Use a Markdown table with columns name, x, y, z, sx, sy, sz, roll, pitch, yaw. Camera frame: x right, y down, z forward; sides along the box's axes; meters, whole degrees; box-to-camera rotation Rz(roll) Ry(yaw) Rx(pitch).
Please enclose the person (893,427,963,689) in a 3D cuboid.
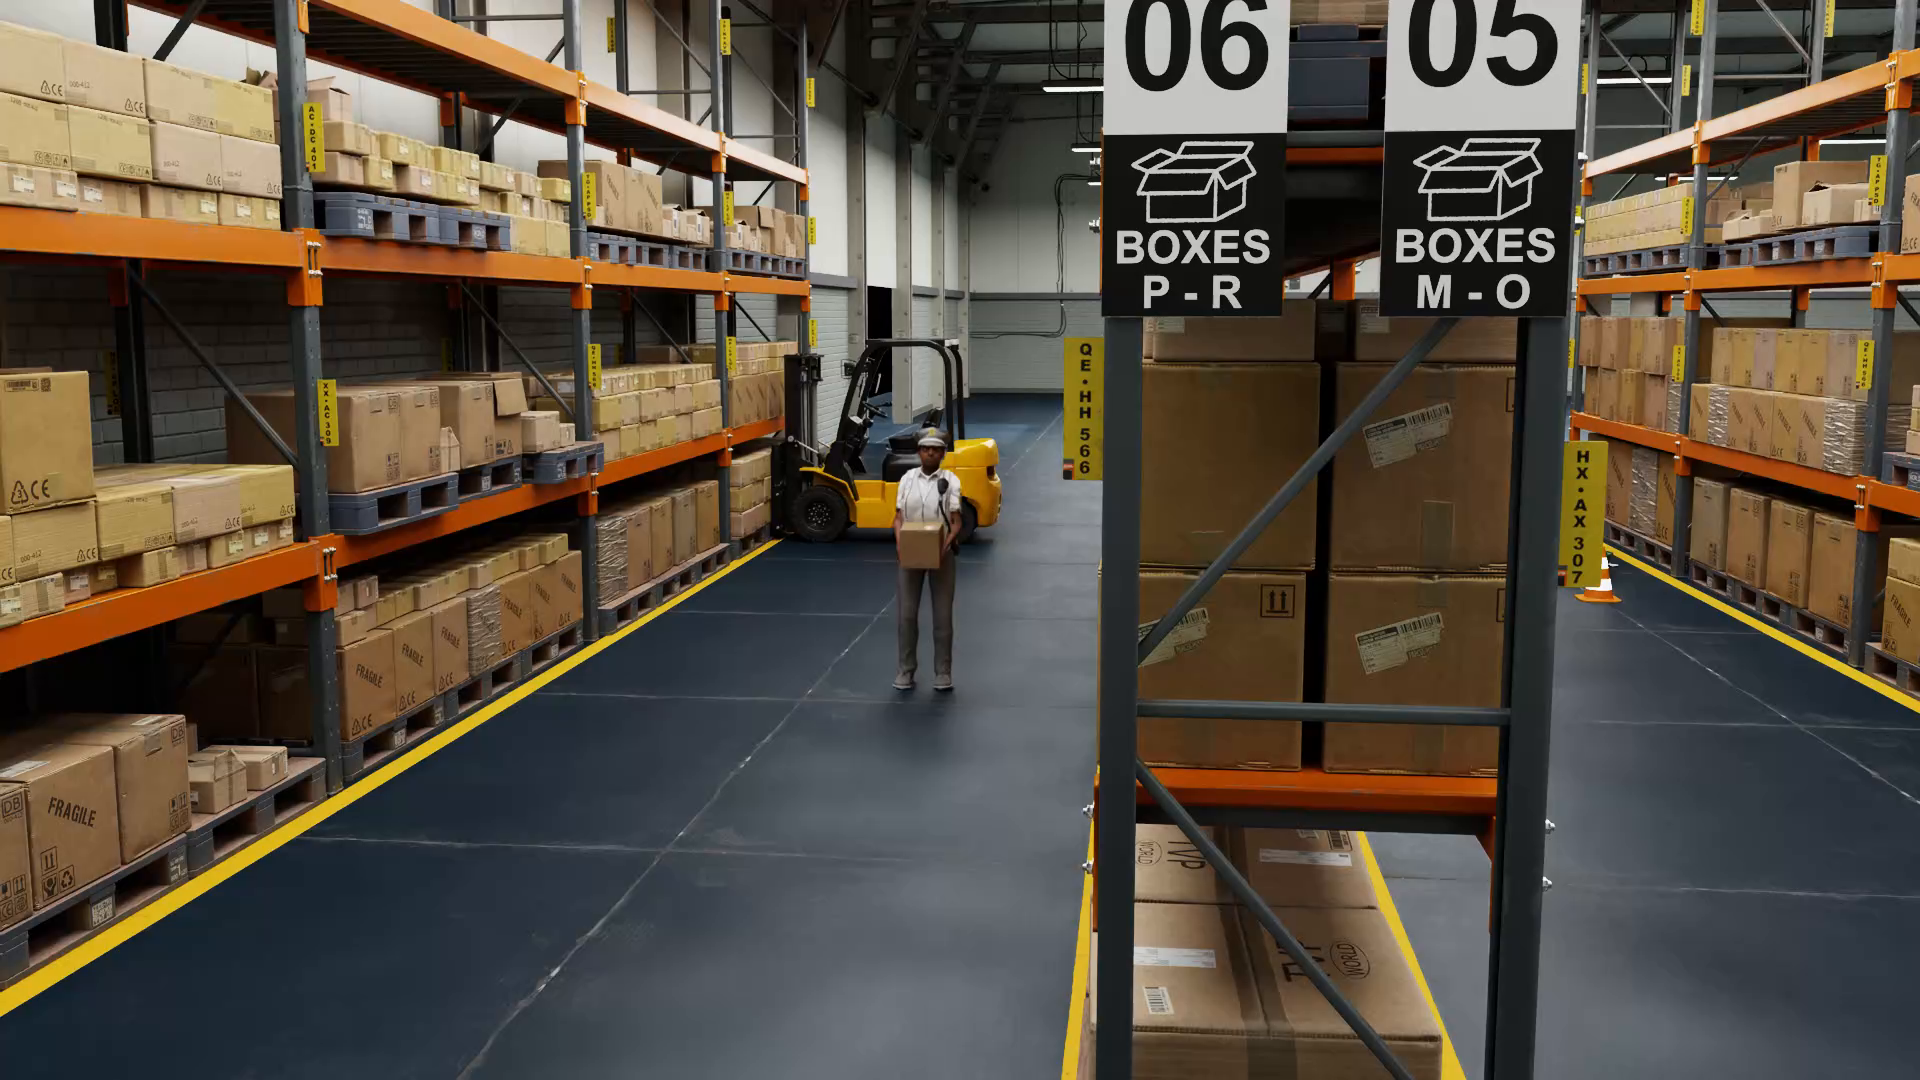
| name | x | y | z | sx | sy | sz | roll | pitch | yaw |
| --- | --- | --- | --- | --- | --- | --- | --- | --- | --- |
| person | -0.212 | 0.120 | 10.767 | 0.456 | 1.699 | 0.528 | 1 | 8 | 6 |
